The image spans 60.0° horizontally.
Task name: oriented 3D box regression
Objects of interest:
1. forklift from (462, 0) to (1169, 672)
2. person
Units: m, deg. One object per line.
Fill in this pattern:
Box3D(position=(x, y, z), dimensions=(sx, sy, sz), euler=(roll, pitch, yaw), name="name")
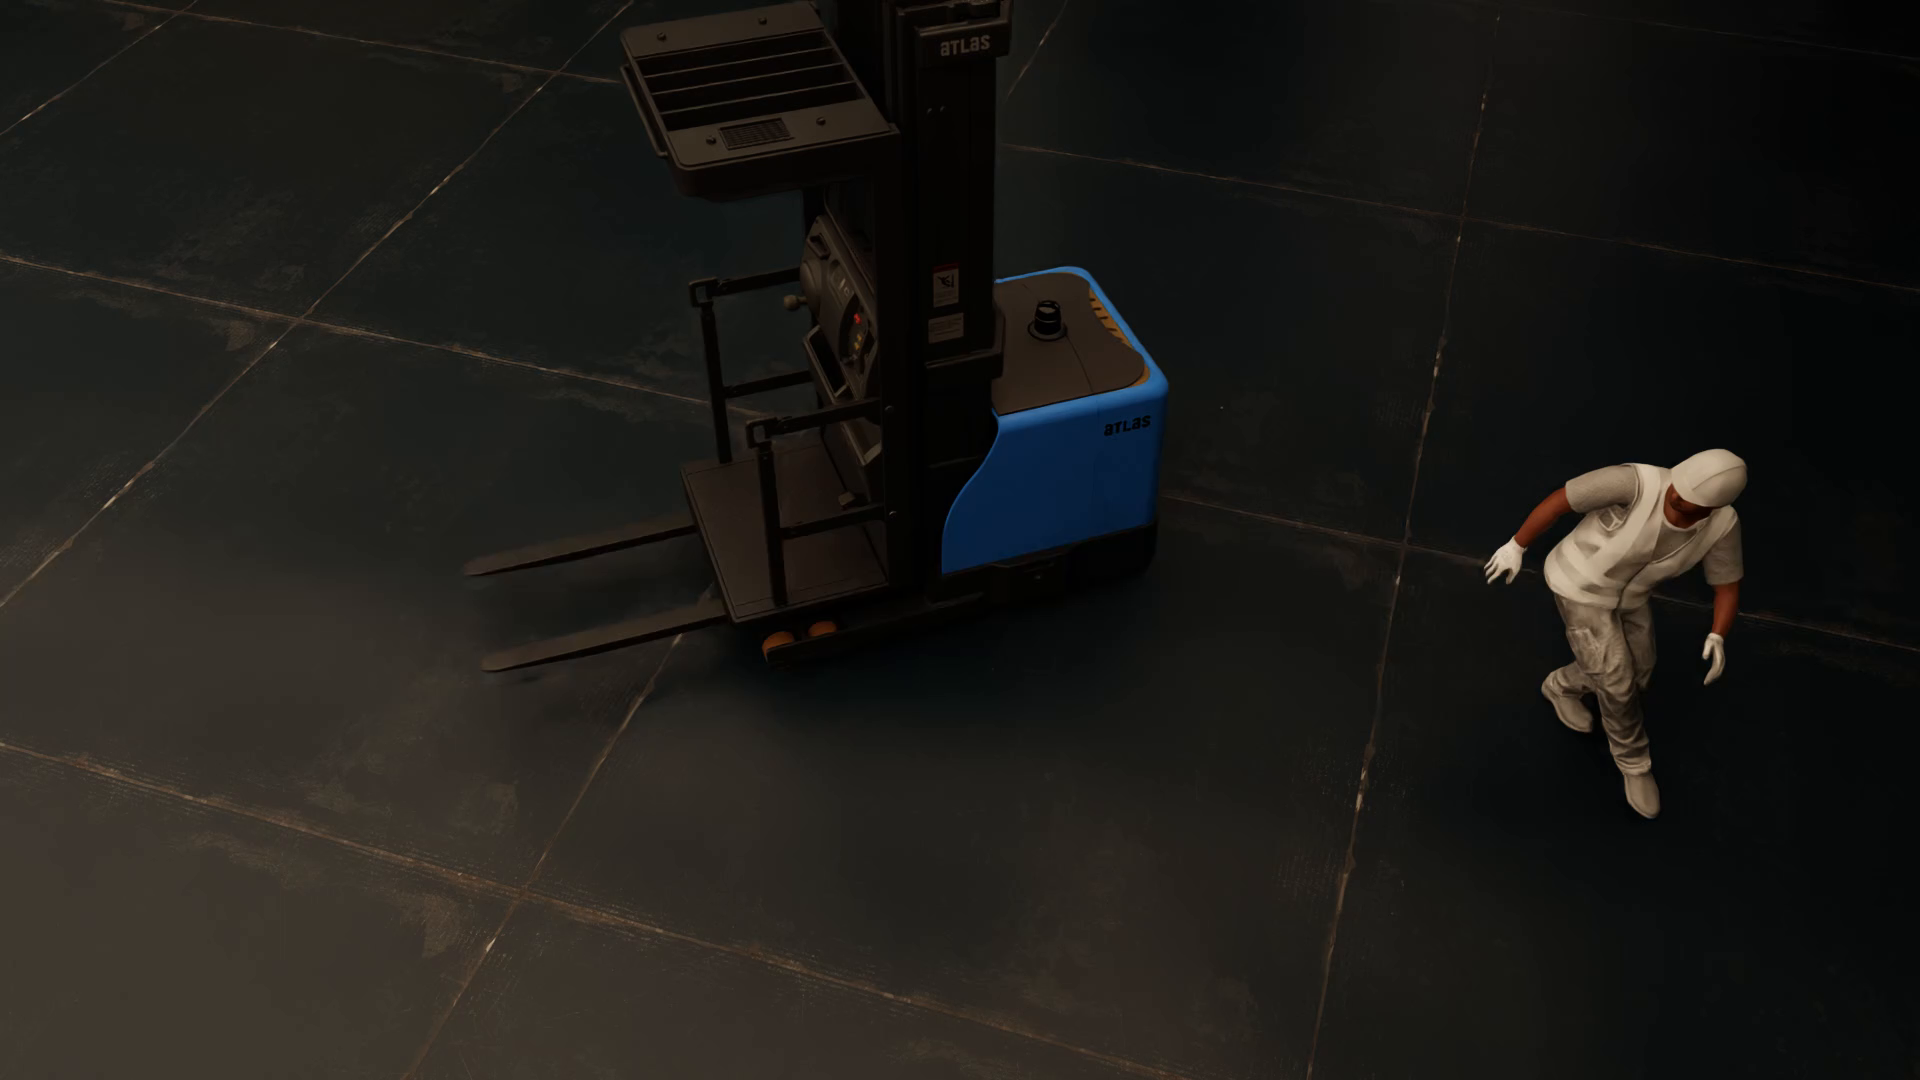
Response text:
Box3D(position=(-0.673, -0.921, 6.679), dimensions=(3.031, 2.935, 1.130), euler=(-13, 45, -14), name="forklift")
Box3D(position=(2.522, 0.303, 6.328), dimensions=(0.800, 1.609, 0.823), euler=(-9, 44, -9), name="person")
